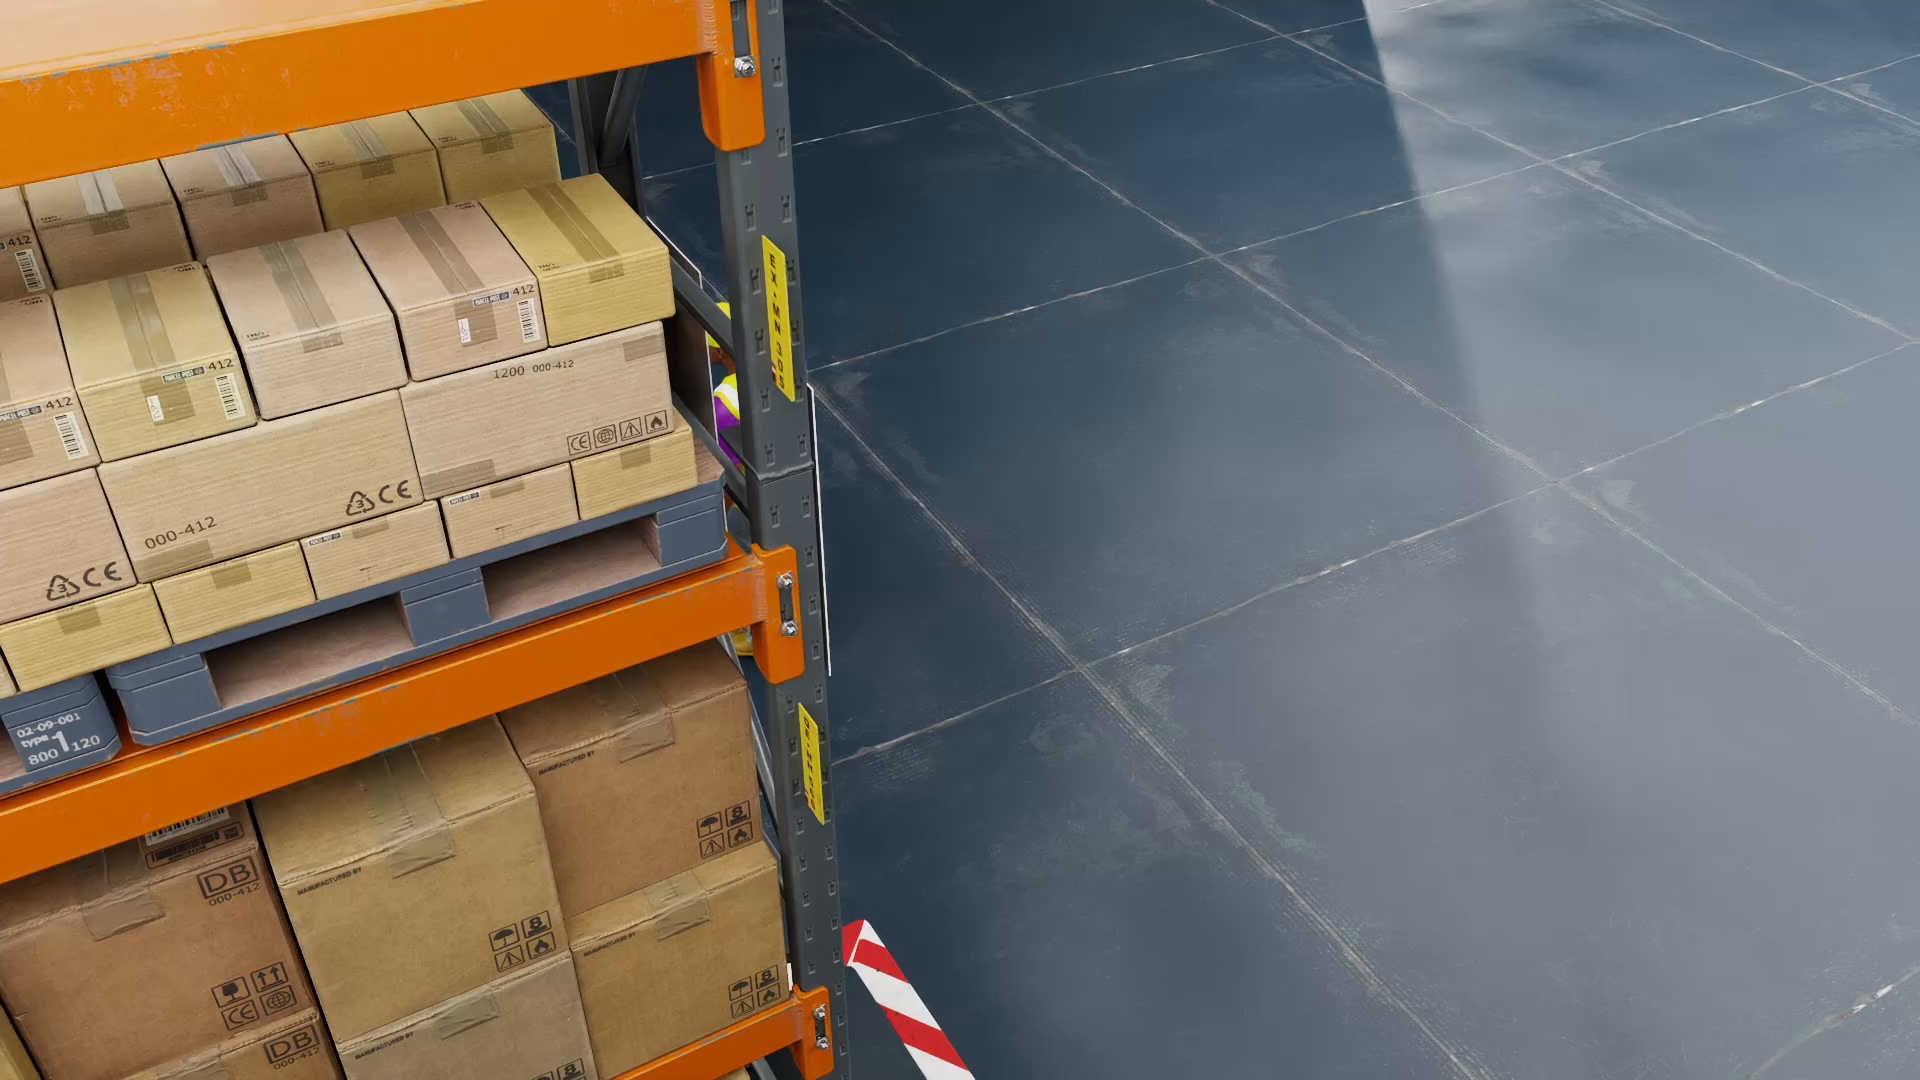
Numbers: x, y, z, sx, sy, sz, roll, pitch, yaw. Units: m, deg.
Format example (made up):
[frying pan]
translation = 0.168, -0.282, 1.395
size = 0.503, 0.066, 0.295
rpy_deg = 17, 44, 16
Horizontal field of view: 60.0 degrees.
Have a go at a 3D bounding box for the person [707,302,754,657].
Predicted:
[person]
translation = -0.893, -0.246, 7.244
size = 0.455, 1.760, 0.635
rpy_deg = 17, 40, 21
